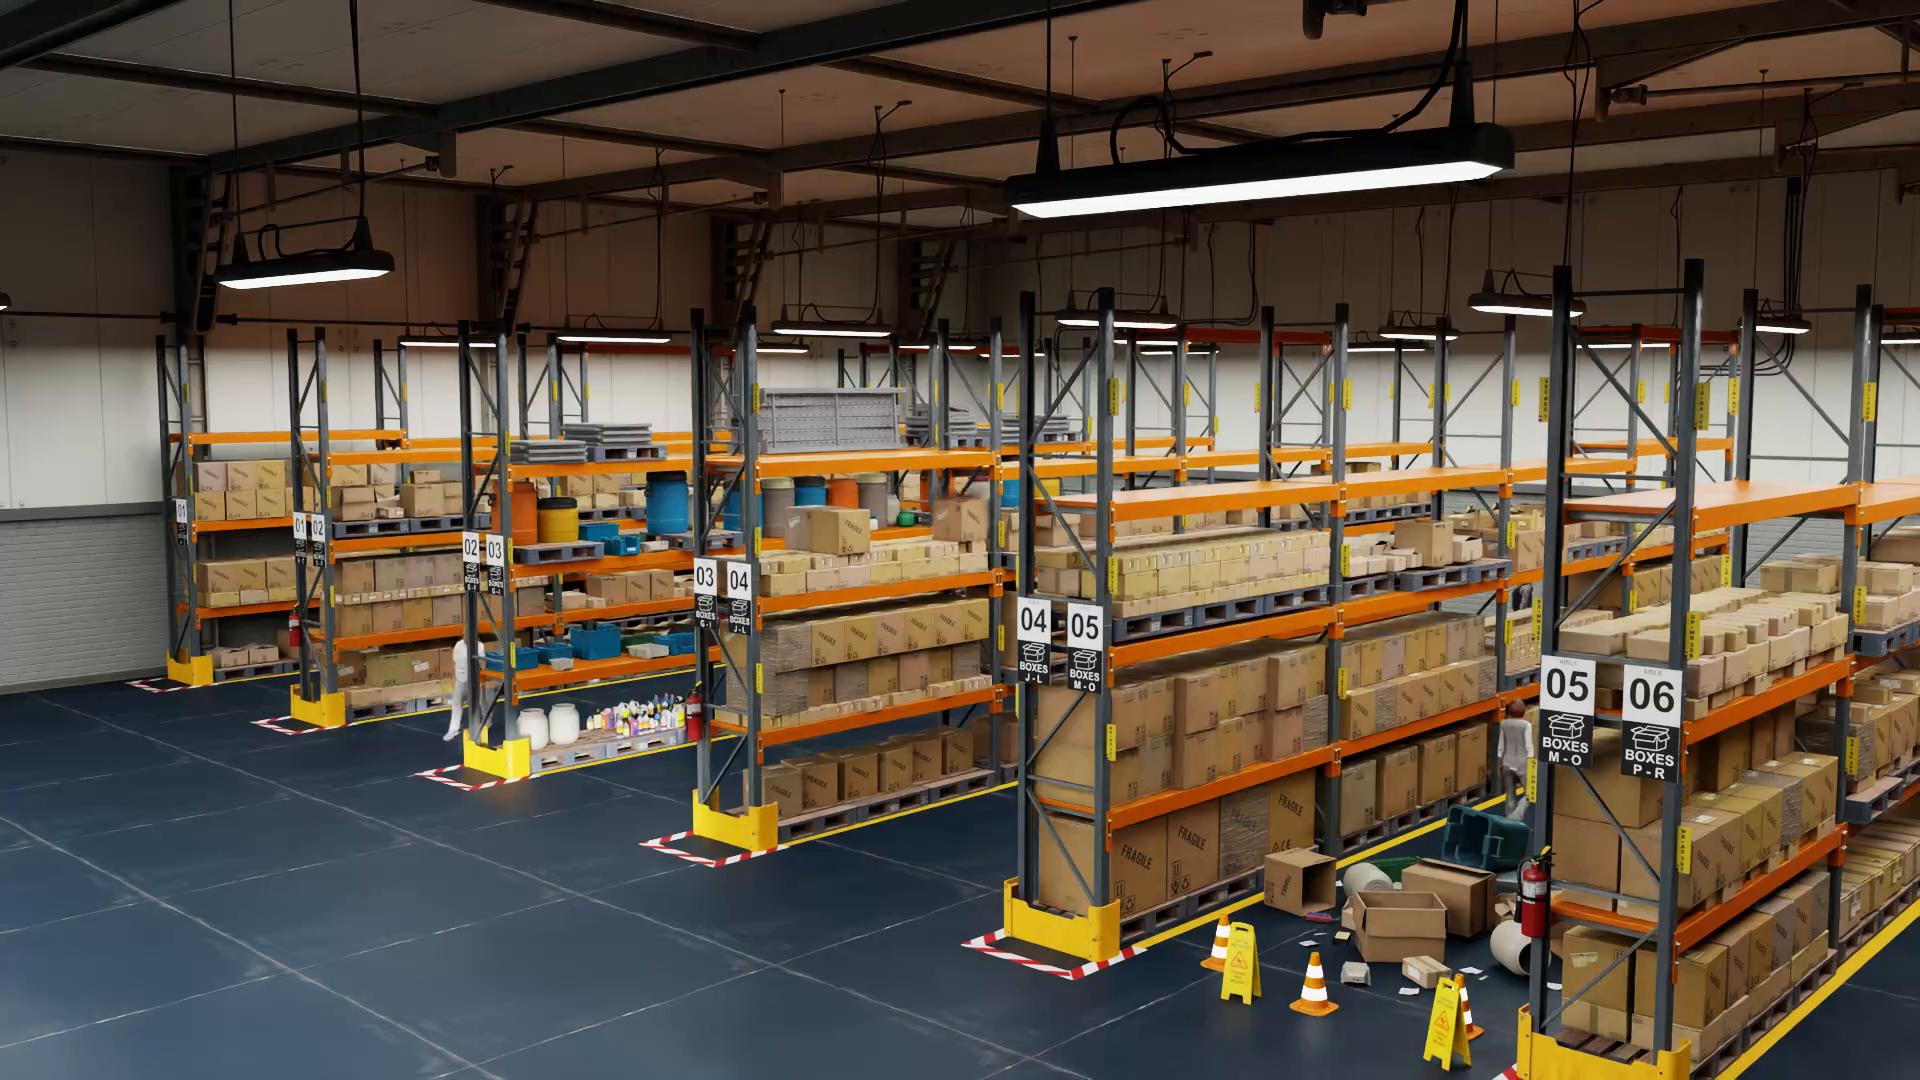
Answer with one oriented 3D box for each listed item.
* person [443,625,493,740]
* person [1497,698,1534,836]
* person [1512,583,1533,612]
[{"bbox_3d":[-7.220,2.051,24.452,0.554,1.624,0.996,1,5,11],"label":"person"},{"bbox_3d":[6.312,2.602,18.909,0.462,1.596,0.480,5,7,43],"label":"person"},{"bbox_3d":[10.459,1.401,31.031,0.511,1.763,0.584,2,6,16],"label":"person"}]
